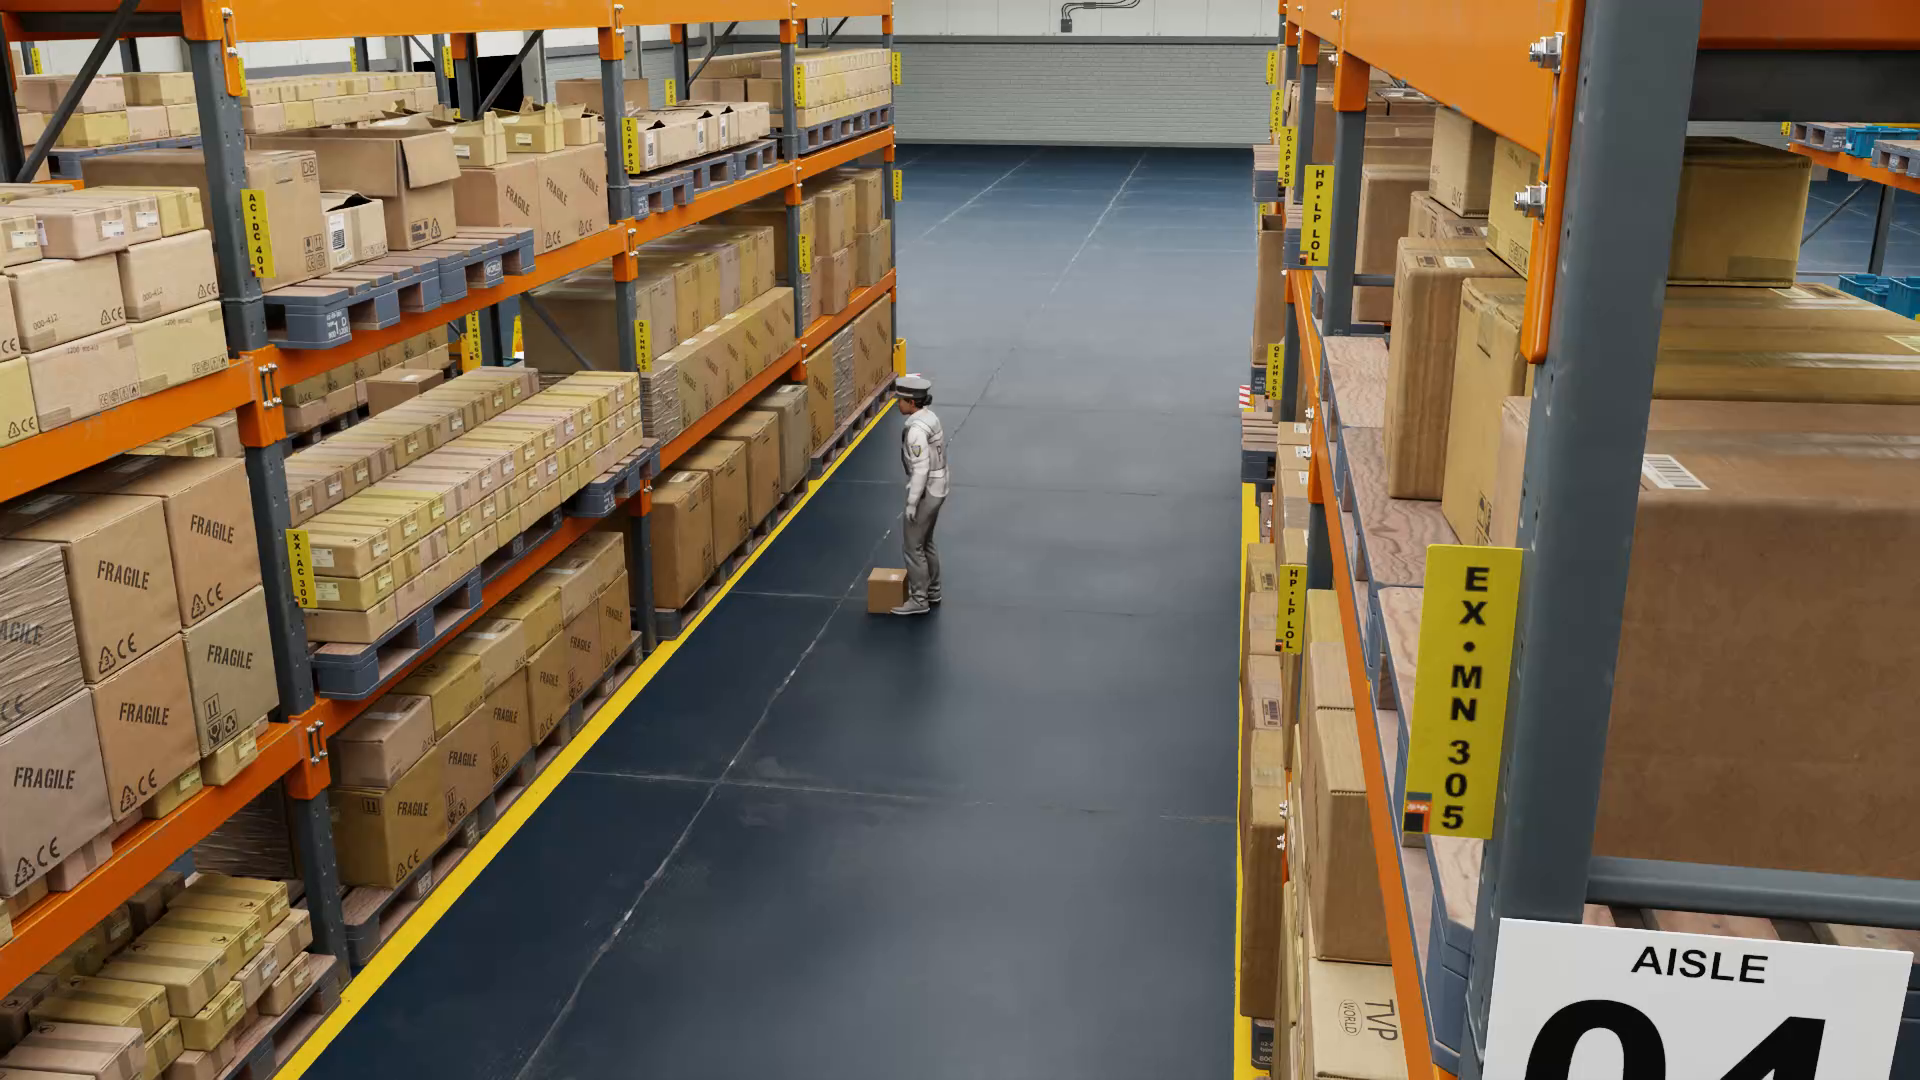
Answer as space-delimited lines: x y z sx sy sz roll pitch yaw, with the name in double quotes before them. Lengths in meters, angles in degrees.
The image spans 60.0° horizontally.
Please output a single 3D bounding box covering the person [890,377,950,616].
"person" -0.281 -0.304 11.486 0.407 1.663 0.528 3 18 9
